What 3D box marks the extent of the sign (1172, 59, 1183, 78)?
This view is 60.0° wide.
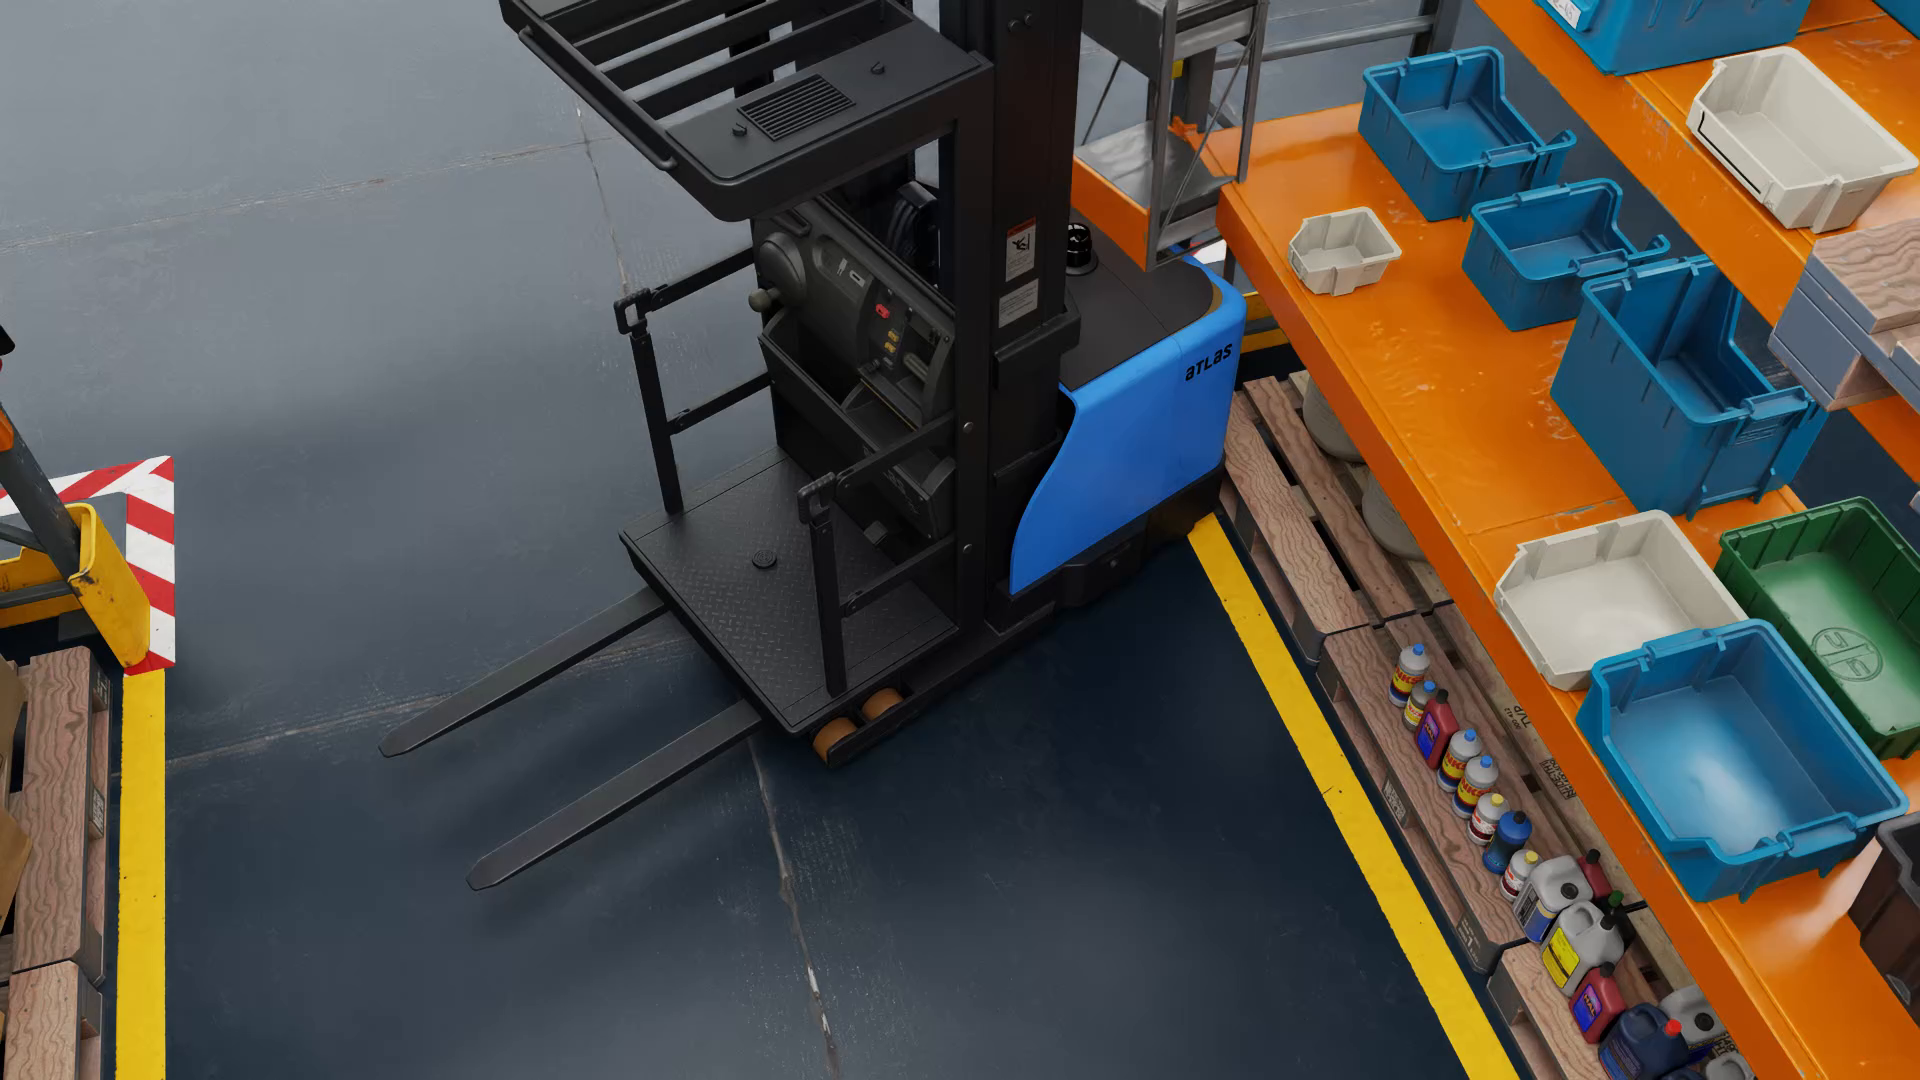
[{"bbox_3d":[0.704,-1.670,5.515,0.100,0.325,0.005,-13,51,-11],"label":"sign"}]

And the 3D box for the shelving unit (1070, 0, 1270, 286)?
[{"bbox_3d":[0.655,-1.124,5.783,0.431,2.100,0.503,-26,50,-22],"label":"shelving unit"}]

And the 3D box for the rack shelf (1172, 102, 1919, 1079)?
[{"bbox_3d":[1.822,-0.009,4.767,1.077,0.370,4.000,-13,51,-11],"label":"rack shelf"}]

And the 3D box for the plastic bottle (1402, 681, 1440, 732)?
[{"bbox_3d":[1.500,0.528,5.385,0.097,0.201,0.097,0,50,0],"label":"plastic bottle"}]

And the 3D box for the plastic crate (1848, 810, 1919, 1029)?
[{"bbox_3d":[2.380,0.828,3.630,0.767,0.338,0.504,-13,51,-11],"label":"plastic crate"}]

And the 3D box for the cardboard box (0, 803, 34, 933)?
[{"bbox_3d":[-3.123,0.977,4.825,0.500,0.500,0.500,-2,50,-1],"label":"cardboard box"}]

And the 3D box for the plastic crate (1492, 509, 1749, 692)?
[{"bbox_3d":[1.691,0.176,4.312,0.530,0.136,0.437,-13,51,-11],"label":"plastic crate"}]

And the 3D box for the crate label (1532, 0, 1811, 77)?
[{"bbox_3d":[1.468,-1.179,3.417,0.502,0.251,0.408,-13,51,-11],"label":"crate label"}]

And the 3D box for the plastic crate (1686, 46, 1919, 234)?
[{"bbox_3d":[1.552,-0.743,3.125,0.243,0.136,0.396,-13,51,-11],"label":"plastic crate"}]

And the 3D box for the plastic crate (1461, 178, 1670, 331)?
[{"bbox_3d":[1.851,-0.881,5.128,0.499,0.251,0.408,-13,51,-11],"label":"plastic crate"}]

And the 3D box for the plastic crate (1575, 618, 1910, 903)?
[{"bbox_3d":[1.827,0.520,3.947,0.499,0.251,0.616,-13,51,-11],"label":"plastic crate"}]

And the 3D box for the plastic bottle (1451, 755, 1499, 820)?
[{"bbox_3d":[1.600,0.754,5.149,0.097,0.271,0.097,0,50,0],"label":"plastic bottle"}]

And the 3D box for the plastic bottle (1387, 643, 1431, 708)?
[{"bbox_3d":[1.469,0.430,5.422,0.097,0.271,0.097,0,50,0],"label":"plastic bottle"}]

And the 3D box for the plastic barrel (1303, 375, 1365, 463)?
[{"bbox_3d":[1.498,-0.572,6.123,0.421,0.512,0.421,0,50,0],"label":"plastic barrel"}]

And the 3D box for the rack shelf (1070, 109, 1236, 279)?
[{"bbox_3d":[0.656,-1.115,5.793,0.431,0.518,0.480,-26,50,-22],"label":"rack shelf"}]

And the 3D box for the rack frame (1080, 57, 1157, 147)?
[{"bbox_3d":[0.521,-1.268,5.928,0.400,2.100,0.015,-26,50,-22],"label":"rack frame"}]

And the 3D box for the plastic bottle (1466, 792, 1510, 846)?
[{"bbox_3d":[1.629,0.849,5.115,0.097,0.201,0.097,0,50,0],"label":"plastic bottle"}]

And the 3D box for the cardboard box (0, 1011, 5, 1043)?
[{"bbox_3d":[-2.956,1.438,4.436,0.500,0.500,0.500,-9,50,-8],"label":"cardboard box"}]

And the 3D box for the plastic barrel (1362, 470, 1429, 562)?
[{"bbox_3d":[1.646,-0.206,5.814,0.421,0.512,0.421,0,50,0],"label":"plastic barrel"}]

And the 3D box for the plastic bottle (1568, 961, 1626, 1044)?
[{"bbox_3d":[1.803,1.298,4.683,0.061,0.283,0.133,-10,51,-9],"label":"plastic bottle"}]

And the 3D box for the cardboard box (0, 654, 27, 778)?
[{"bbox_3d":[-3.332,0.548,5.186,0.500,0.500,0.500,-5,50,-4],"label":"cardboard box"}]

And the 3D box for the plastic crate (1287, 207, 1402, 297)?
[{"bbox_3d":[1.188,-0.891,5.211,0.298,0.136,0.250,-13,51,-11],"label":"plastic crate"}]

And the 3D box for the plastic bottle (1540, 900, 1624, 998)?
[{"bbox_3d":[1.795,1.150,4.763,0.144,0.351,0.185,-14,51,-11],"label":"plastic bottle"}]

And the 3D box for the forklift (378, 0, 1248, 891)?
[{"bbox_3d":[-0.494,-0.648,4.879,3.031,2.935,1.130,-31,56,-23],"label":"forklift"}]

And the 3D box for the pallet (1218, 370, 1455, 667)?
[{"bbox_3d":[1.533,-0.164,6.250,1.003,0.211,1.213,-13,51,-11],"label":"pallet"}]

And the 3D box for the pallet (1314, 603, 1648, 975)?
[{"bbox_3d":[1.890,0.726,5.500,1.003,0.211,1.213,-13,51,-11],"label":"pallet"}]

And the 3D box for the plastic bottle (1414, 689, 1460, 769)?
[{"bbox_3d":[1.518,0.596,5.275,0.061,0.283,0.133,-13,51,-10],"label":"plastic bottle"}]

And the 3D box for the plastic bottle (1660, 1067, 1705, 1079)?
[{"bbox_3d":[1.948,1.526,4.446,0.144,0.351,0.185,-15,51,-12],"label":"plastic bottle"}]

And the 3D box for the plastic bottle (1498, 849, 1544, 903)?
[{"bbox_3d":[1.690,0.999,4.989,0.097,0.201,0.097,0,50,0],"label":"plastic bottle"}]

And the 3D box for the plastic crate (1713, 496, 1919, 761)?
[{"bbox_3d":[2.282,0.232,4.231,0.450,0.188,0.662,-13,51,-11],"label":"plastic crate"}]

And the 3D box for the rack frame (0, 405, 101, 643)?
[{"bbox_3d":[-3.501,-0.582,4.779,1.000,3.000,0.127,-13,51,-11],"label":"rack frame"}]

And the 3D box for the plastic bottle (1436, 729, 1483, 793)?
[{"bbox_3d":[1.570,0.681,5.211,0.097,0.271,0.097,0,50,0],"label":"plastic bottle"}]

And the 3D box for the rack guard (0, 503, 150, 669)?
[{"bbox_3d":[-3.479,0.279,5.688,1.175,0.500,0.348,-13,51,-11],"label":"rack guard"}]

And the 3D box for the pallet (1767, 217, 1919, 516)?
[{"bbox_3d":[2.107,-0.191,2.611,1.213,0.211,1.003,-13,51,-11],"label":"pallet"}]

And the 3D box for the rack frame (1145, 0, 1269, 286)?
[{"bbox_3d":[0.790,-0.981,5.639,0.400,2.100,0.015,-26,50,-22],"label":"rack frame"}]

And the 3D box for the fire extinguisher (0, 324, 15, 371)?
[{"bbox_3d":[-3.095,-0.745,4.967,0.296,0.674,0.183,-13,51,-11],"label":"fire extinguisher"}]

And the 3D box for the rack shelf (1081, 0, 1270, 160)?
[{"bbox_3d":[0.646,-1.607,5.295,0.431,0.518,0.480,-26,50,-22],"label":"rack shelf"}]

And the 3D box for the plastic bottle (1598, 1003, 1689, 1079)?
[{"bbox_3d":[1.891,1.386,4.564,0.144,0.351,0.185,-16,52,-13],"label":"plastic bottle"}]

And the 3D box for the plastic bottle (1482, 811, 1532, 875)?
[{"bbox_3d":[1.660,0.902,5.025,0.097,0.271,0.097,0,50,0],"label":"plastic bottle"}]

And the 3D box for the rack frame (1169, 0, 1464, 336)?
[{"bbox_3d":[1.230,-1.702,5.723,1.000,3.000,0.127,-13,51,-11],"label":"rack frame"}]

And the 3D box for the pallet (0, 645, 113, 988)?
[{"bbox_3d":[-3.272,0.974,5.291,1.003,0.211,1.213,-13,51,-11],"label":"pallet"}]

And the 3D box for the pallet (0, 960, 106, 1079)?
[{"bbox_3d":[-2.915,1.863,4.541,1.003,0.211,1.213,-13,51,-11],"label":"pallet"}]

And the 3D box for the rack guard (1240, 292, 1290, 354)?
[{"bbox_3d":[1.298,-0.851,6.641,1.175,0.500,0.348,-13,51,-11],"label":"rack guard"}]

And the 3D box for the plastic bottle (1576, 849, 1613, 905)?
[{"bbox_3d":[1.853,1.028,4.910,0.061,0.283,0.133,-13,51,-11],"label":"plastic bottle"}]

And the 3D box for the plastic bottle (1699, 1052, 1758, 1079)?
[{"bbox_3d":[2.085,1.494,4.474,0.144,0.351,0.185,-13,51,-11],"label":"plastic bottle"}]

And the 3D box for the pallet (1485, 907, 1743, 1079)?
[{"bbox_3d":[2.255,1.618,4.748,1.003,0.211,1.213,-13,51,-11],"label":"pallet"}]

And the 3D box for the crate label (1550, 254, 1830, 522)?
[{"bbox_3d":[2.033,-0.430,4.628,0.502,0.435,0.616,-13,51,-11],"label":"crate label"}]

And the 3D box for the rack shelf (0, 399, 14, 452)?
[{"bbox_3d":[-2.910,1.110,3.822,1.077,0.370,4.000,-13,51,-11],"label":"rack shelf"}]

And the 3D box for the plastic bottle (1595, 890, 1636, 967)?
[{"bbox_3d":[1.886,1.130,4.824,0.061,0.283,0.133,-13,51,-11],"label":"plastic bottle"}]

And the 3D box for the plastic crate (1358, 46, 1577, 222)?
[{"bbox_3d":[1.664,-1.356,5.529,0.499,0.251,0.616,-13,51,-11],"label":"plastic crate"}]

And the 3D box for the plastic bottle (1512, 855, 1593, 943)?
[{"bbox_3d":[1.751,1.055,4.893,0.152,0.276,0.135,-12,51,-10],"label":"plastic bottle"}]

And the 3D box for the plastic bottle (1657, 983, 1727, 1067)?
[{"bbox_3d":[2.025,1.358,4.637,0.152,0.276,0.135,-13,51,-11],"label":"plastic bottle"}]
